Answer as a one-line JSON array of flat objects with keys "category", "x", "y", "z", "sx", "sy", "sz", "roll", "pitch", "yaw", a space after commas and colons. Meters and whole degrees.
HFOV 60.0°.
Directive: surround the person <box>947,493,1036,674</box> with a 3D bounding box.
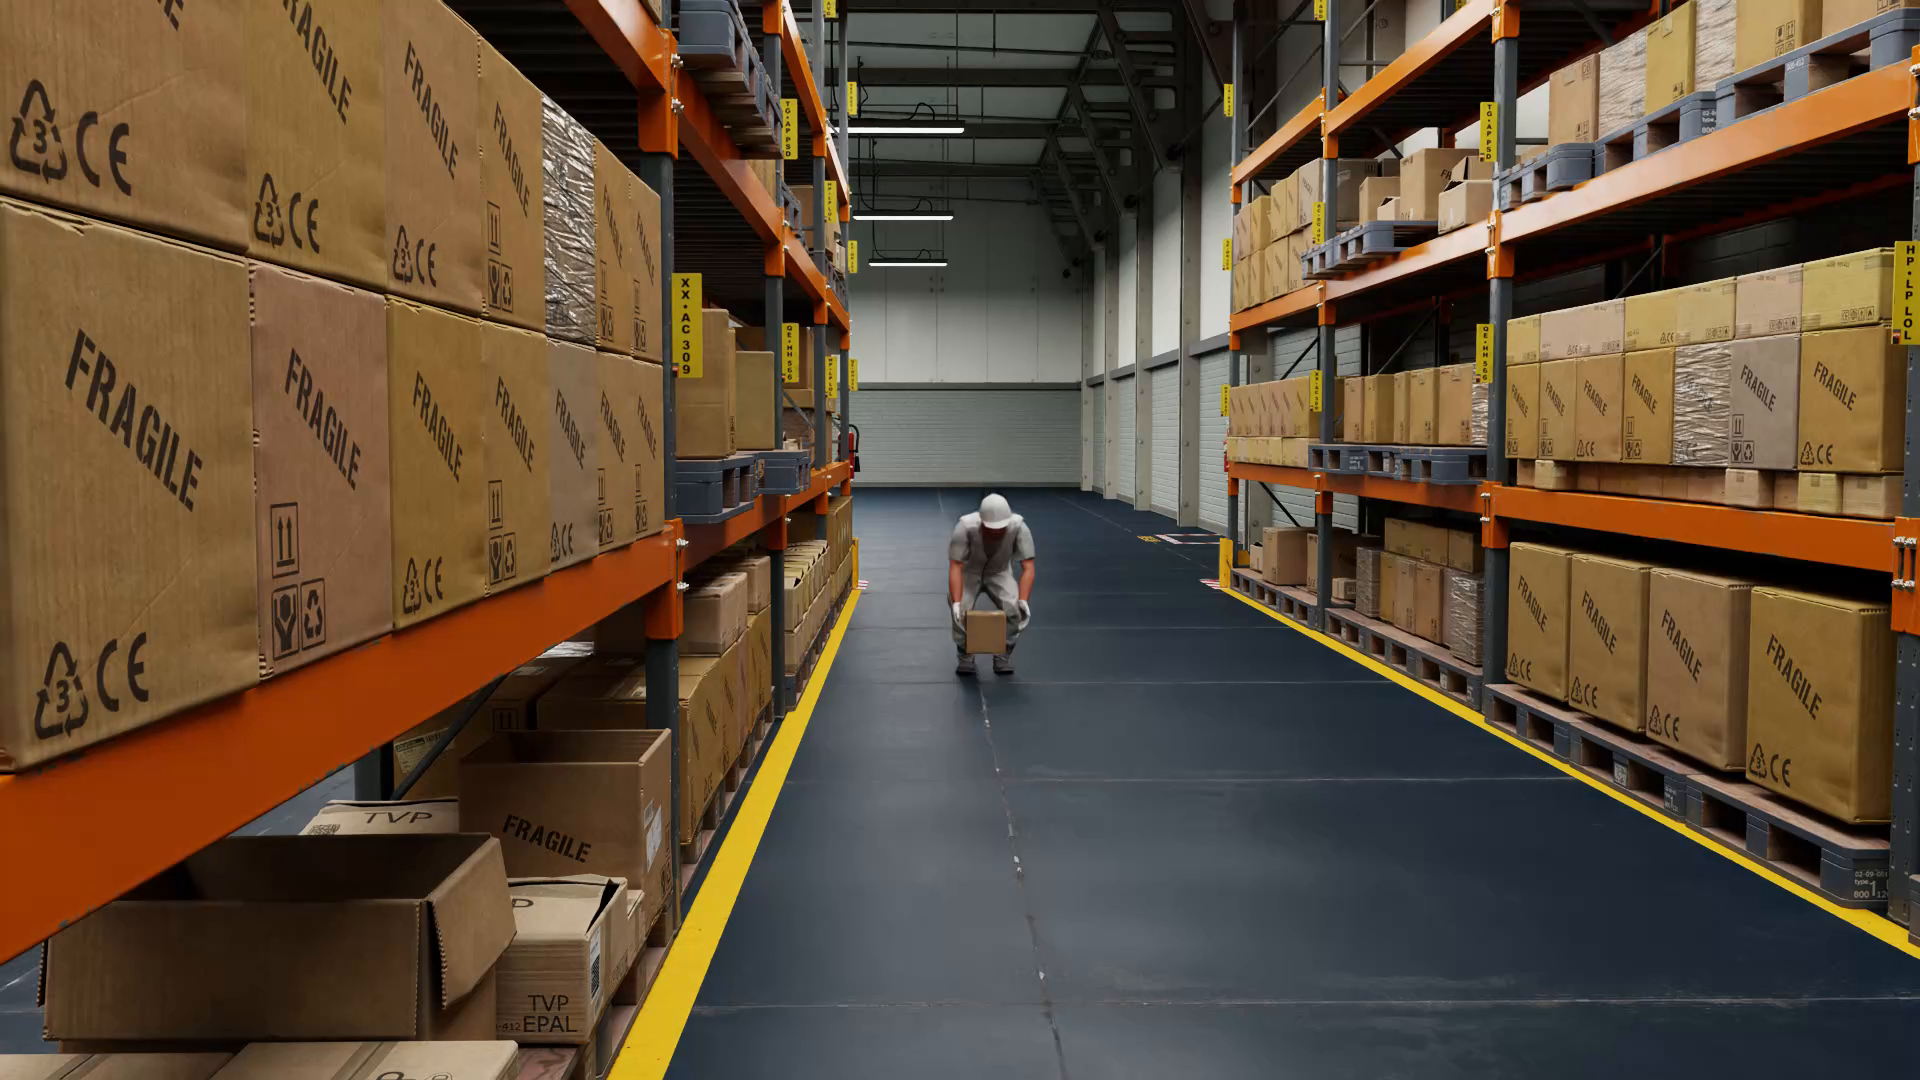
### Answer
[{"category": "person", "x": 0.205, "y": 0.286, "z": 11.042, "sx": 0.581, "sy": 1.212, "sz": 0.839, "roll": 0, "pitch": 4, "yaw": -1}]
